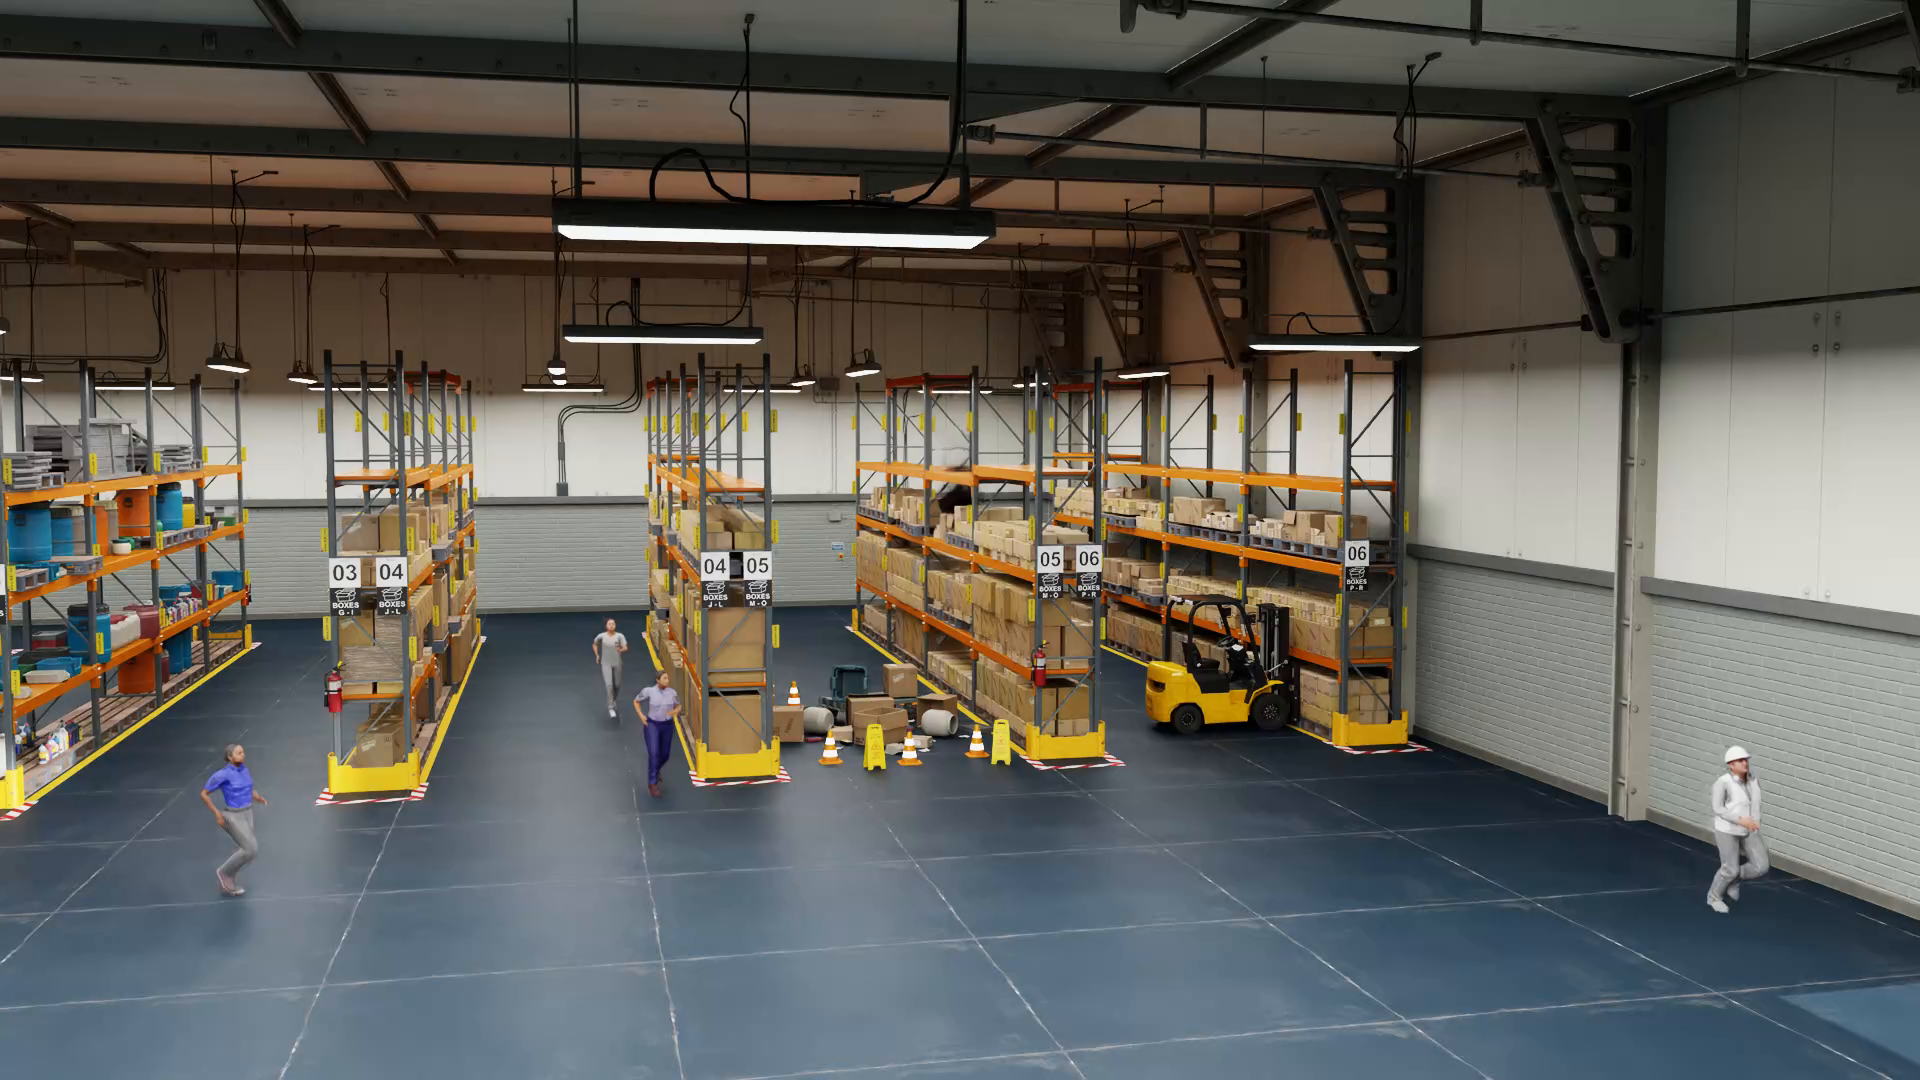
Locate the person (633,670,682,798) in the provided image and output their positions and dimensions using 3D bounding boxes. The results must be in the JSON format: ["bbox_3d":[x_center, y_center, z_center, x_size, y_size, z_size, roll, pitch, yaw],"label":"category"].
[{"bbox_3d":[-4.101,2.604,22.782,0.629,1.652,0.938,-3,5,-34],"label":"person"}]

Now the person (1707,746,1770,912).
[{"bbox_3d":[7.961,2.961,16.944,0.682,1.734,0.703,-1,4,-14],"label":"person"}]

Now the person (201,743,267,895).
[{"bbox_3d":[-7.627,2.961,17.625,0.599,1.619,0.560,1,4,12],"label":"person"}]

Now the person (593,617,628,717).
[{"bbox_3d":[-5.997,2.153,28.595,0.564,1.655,0.969,-2,4,-21],"label":"person"}]
